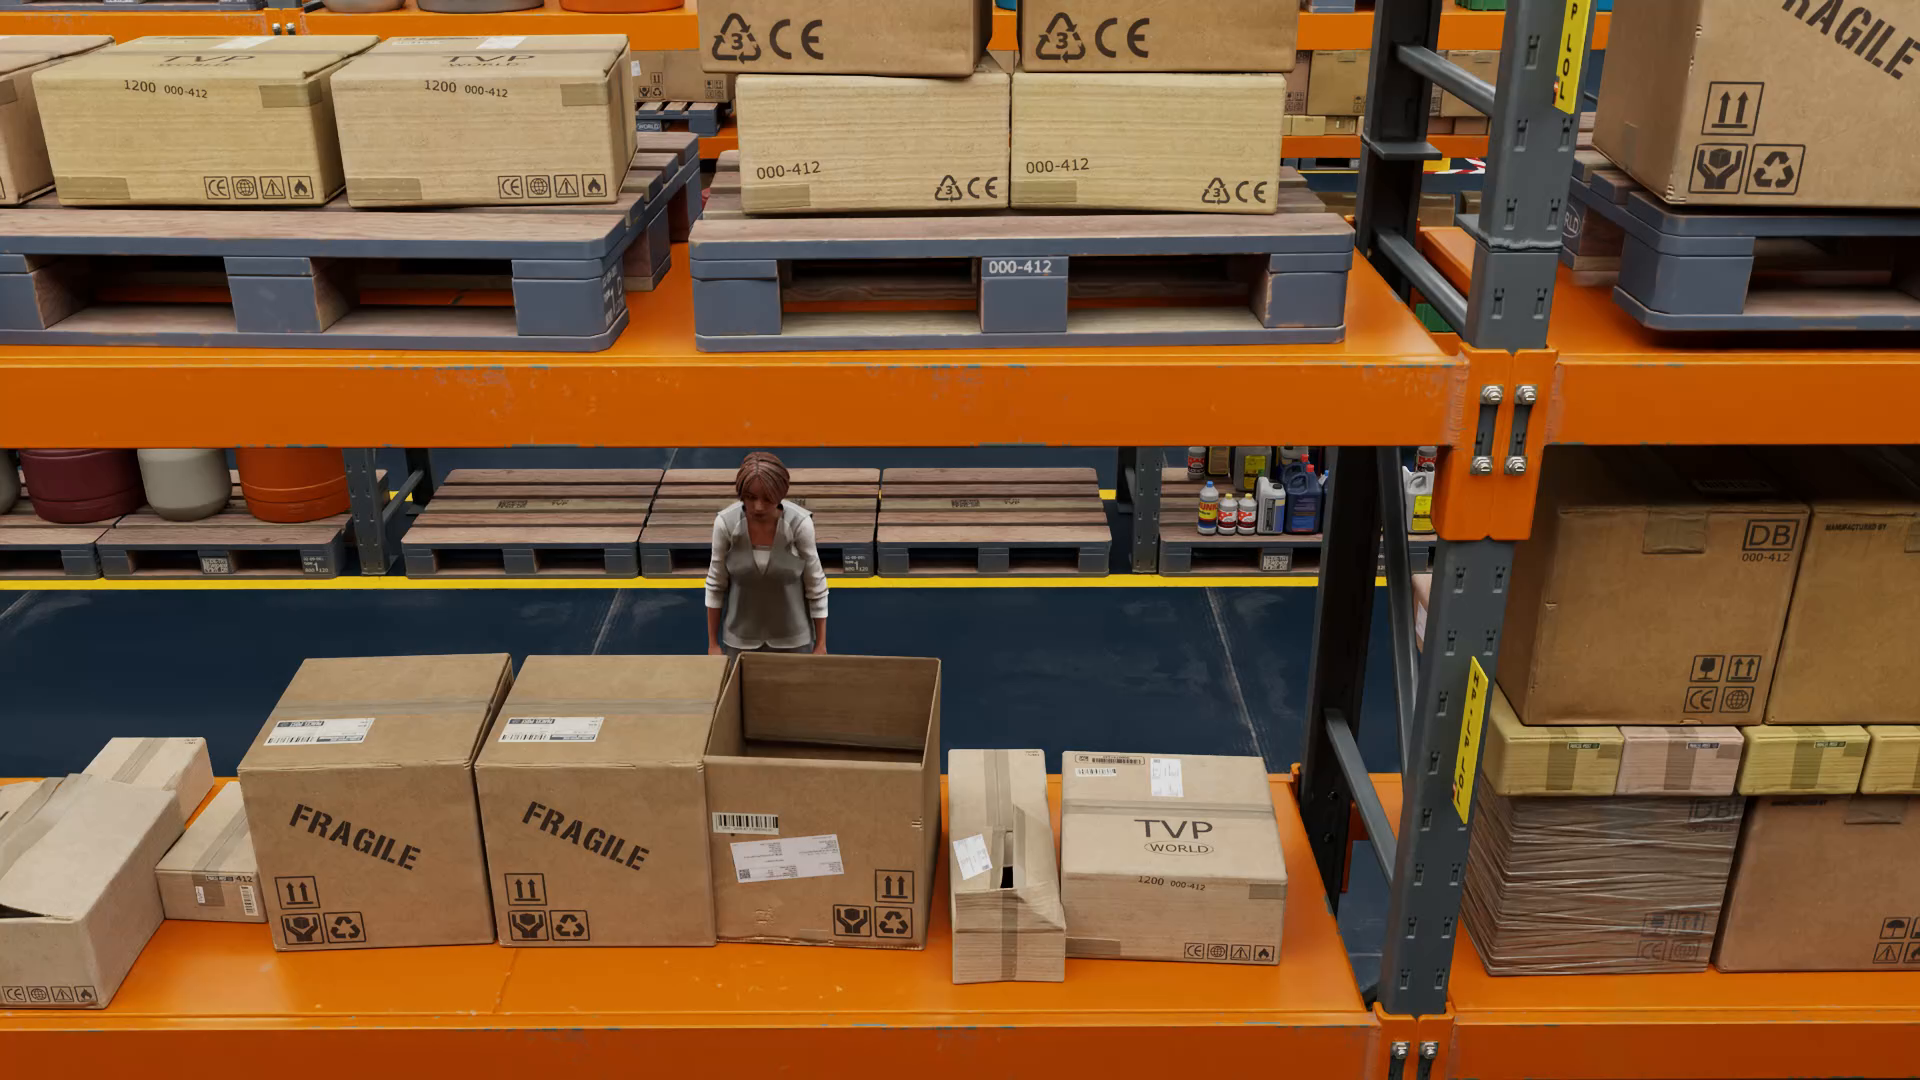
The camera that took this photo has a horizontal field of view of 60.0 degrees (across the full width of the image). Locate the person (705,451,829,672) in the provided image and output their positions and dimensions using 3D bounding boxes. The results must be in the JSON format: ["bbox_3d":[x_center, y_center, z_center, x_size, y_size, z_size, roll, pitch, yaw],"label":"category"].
[{"bbox_3d":[-0.720,0.405,6.241,0.463,1.582,0.364,0,24,-1],"label":"person"}]
